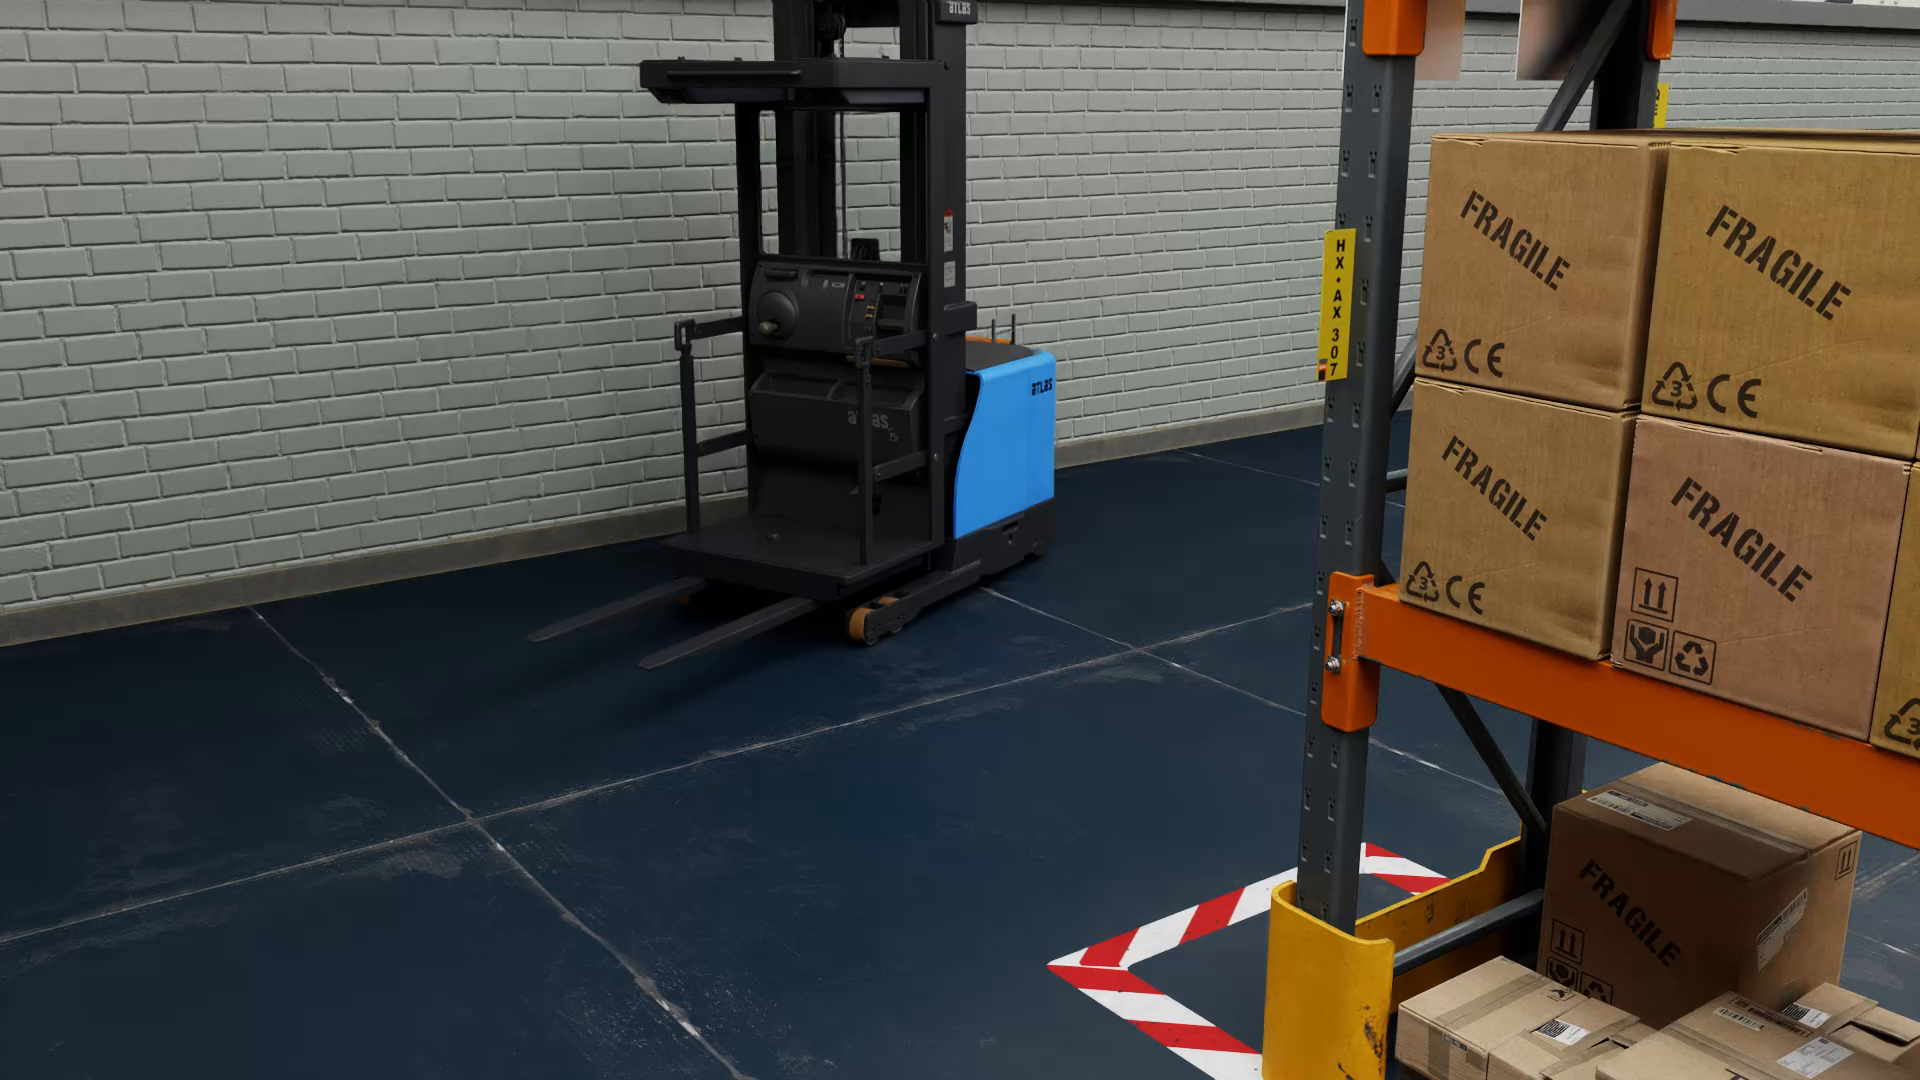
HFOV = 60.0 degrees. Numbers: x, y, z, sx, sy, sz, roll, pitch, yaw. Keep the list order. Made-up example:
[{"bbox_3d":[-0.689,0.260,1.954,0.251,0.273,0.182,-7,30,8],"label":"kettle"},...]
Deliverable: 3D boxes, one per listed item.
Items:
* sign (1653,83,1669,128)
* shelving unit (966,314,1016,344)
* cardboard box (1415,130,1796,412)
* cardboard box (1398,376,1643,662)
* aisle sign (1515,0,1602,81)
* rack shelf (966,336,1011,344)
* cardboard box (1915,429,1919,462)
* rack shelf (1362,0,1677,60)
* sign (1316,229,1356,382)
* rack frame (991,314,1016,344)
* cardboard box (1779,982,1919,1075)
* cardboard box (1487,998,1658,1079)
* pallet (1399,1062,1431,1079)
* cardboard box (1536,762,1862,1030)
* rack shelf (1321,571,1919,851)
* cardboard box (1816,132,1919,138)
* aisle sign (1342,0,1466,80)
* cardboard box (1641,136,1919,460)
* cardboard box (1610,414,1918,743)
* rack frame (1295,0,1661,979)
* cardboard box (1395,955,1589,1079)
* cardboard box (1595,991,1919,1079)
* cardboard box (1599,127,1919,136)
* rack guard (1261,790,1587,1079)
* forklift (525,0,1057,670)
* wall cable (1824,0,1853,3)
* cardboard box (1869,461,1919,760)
[{"bbox_3d":[1.721,-0.970,4.147,0.100,0.325,0.005,-11,19,-35],"label":"sign"},{"bbox_3d":[0.025,-0.651,9.181,0.503,1.200,0.258,9,18,30],"label":"shelving unit"},{"bbox_3d":[1.307,-0.572,3.401,0.500,0.500,0.500,-10,18,-33],"label":"cardboard box"},{"bbox_3d":[1.307,-0.090,3.533,0.500,0.500,0.500,-10,18,-33],"label":"cardboard box"},{"bbox_3d":[1.468,-1.493,3.926,0.394,0.787,0.004,-11,19,-35],"label":"aisle sign"},{"bbox_3d":[0.025,-1.030,9.078,0.480,0.148,0.258,9,18,30],"label":"rack shelf"},{"bbox_3d":[1.911,-0.354,2.605,0.500,0.500,0.500,-11,19,-34],"label":"cardboard box"},{"bbox_3d":[2.436,-0.850,2.181,1.077,0.370,4.000,-11,19,-35],"label":"rack shelf"},{"bbox_3d":[0.821,-0.511,3.620,0.100,0.325,0.005,-11,19,-35],"label":"sign"},{"bbox_3d":[0.234,-0.618,9.060,0.015,1.200,0.240,9,18,30],"label":"rack frame"},{"bbox_3d":[1.944,1.155,3.707,0.380,0.166,0.250,-11,19,-35],"label":"cardboard box"},{"bbox_3d":[1.375,1.173,3.642,0.380,0.166,0.250,-11,19,-35],"label":"cardboard box"},{"bbox_3d":[1.774,1.354,3.730,1.003,0.211,1.213,-11,19,-35],"label":"pallet"},{"bbox_3d":[1.779,0.894,4.030,0.500,0.500,0.500,-11,19,-35],"label":"cardboard box"},{"bbox_3d":[2.436,0.597,2.577,1.077,0.370,4.000,-11,19,-35],"label":"rack shelf"},{"bbox_3d":[2.042,-0.548,3.312,0.500,0.500,0.500,-10,18,-33],"label":"cardboard box"},{"bbox_3d":[0.982,-1.400,3.586,0.394,0.787,0.004,-11,19,-35],"label":"aisle sign"},{"bbox_3d":[1.621,-0.462,2.998,0.500,0.500,0.500,-11,19,-34],"label":"cardboard box"},{"bbox_3d":[1.615,0.019,3.134,0.500,0.500,0.500,-11,19,-35],"label":"cardboard box"},{"bbox_3d":[1.260,-0.177,4.042,1.000,3.000,0.127,-11,19,-35],"label":"rack frame"},{"bbox_3d":[1.228,1.128,3.839,0.380,0.149,0.250,-11,19,-35],"label":"cardboard box"},{"bbox_3d":[1.644,1.204,3.372,0.500,0.250,0.500,-11,19,-35],"label":"cardboard box"},{"bbox_3d":[1.744,-0.656,3.706,0.500,0.500,0.500,-11,19,-35],"label":"cardboard box"},{"bbox_3d":[1.305,1.044,4.313,1.175,0.500,0.348,-11,19,-35],"label":"rack guard"},{"bbox_3d":[-0.693,-1.088,7.500,1.130,2.935,3.031,9,18,30],"label":"forklift"},{"bbox_3d":[8.738,-7.902,14.807,2.277,5.999,0.120,-11,19,-35],"label":"wall cable"},{"bbox_3d":[1.908,0.127,2.741,0.500,0.500,0.500,-11,19,-35],"label":"cardboard box"}]
